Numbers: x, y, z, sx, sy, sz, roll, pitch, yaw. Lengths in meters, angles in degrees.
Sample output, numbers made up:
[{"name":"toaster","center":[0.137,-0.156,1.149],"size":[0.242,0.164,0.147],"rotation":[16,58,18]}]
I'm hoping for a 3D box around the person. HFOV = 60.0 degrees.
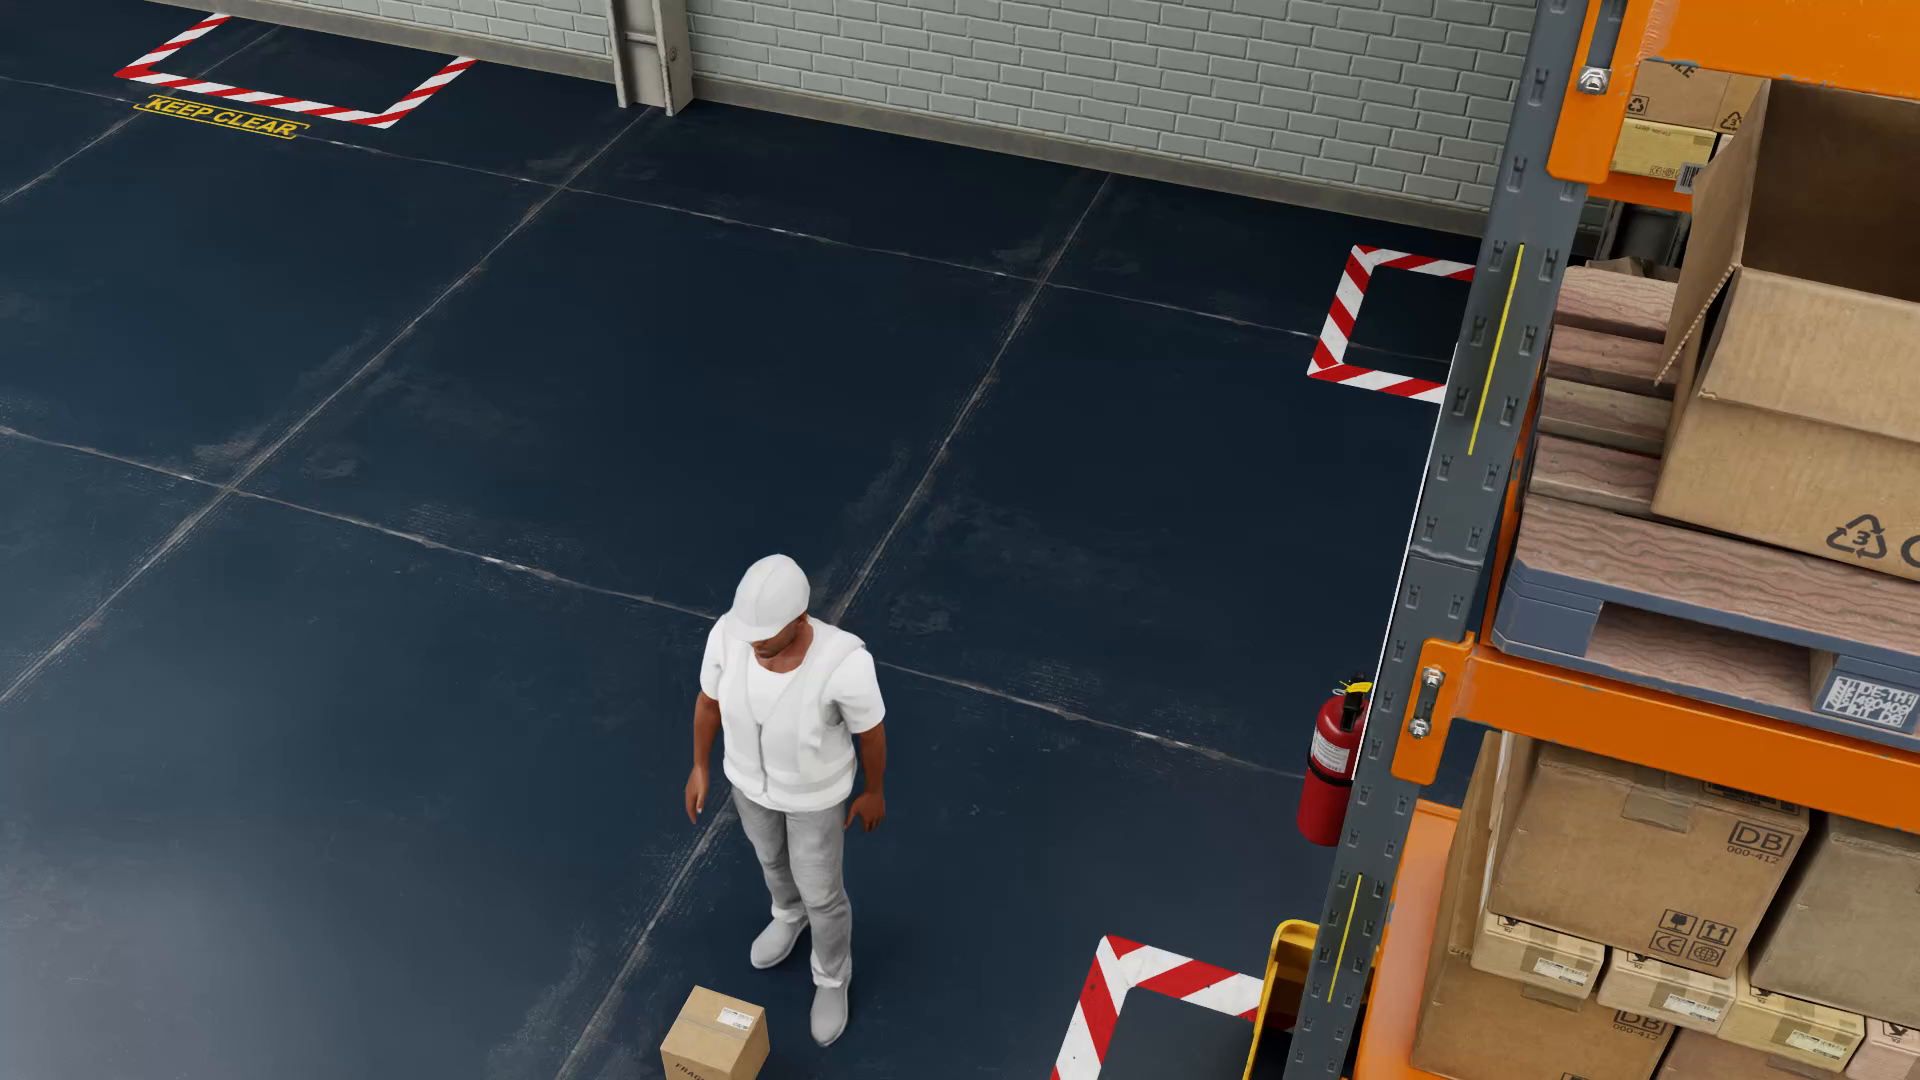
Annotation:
[{"name":"person","center":[-0.570,0.802,5.217],"size":[0.612,1.802,0.519],"rotation":[17,44,19]}]
